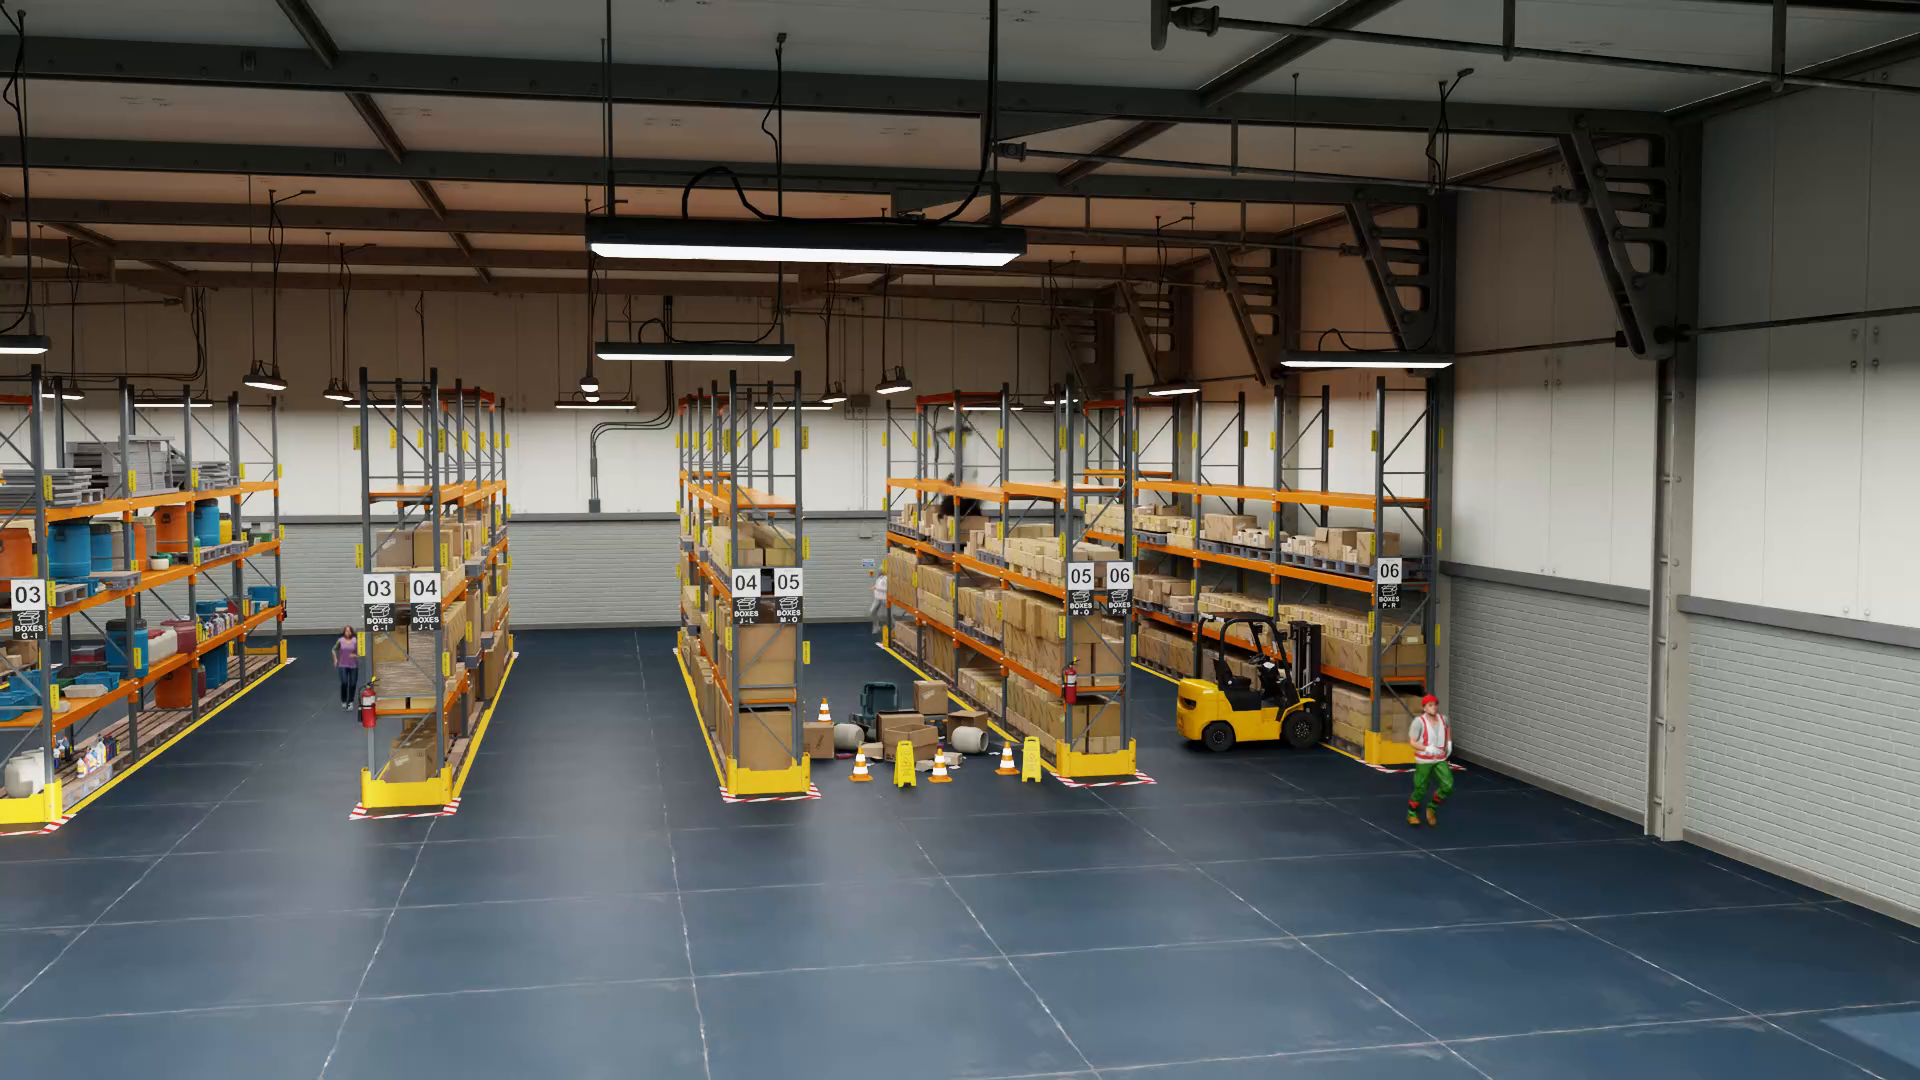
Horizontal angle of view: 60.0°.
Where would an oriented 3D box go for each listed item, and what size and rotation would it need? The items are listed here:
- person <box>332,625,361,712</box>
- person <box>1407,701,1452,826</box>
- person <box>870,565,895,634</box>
[{"bbox_3d":[-11.308,2.371,30.721,0.506,1.592,0.662,-2,4,-25],"label":"person"},{"bbox_3d":[6.063,2.860,21.326,0.685,1.686,0.825,-1,3,-10],"label":"person"},{"bbox_3d":[-2.033,1.551,43.196,0.757,1.835,0.520,-2,4,-32],"label":"person"}]
